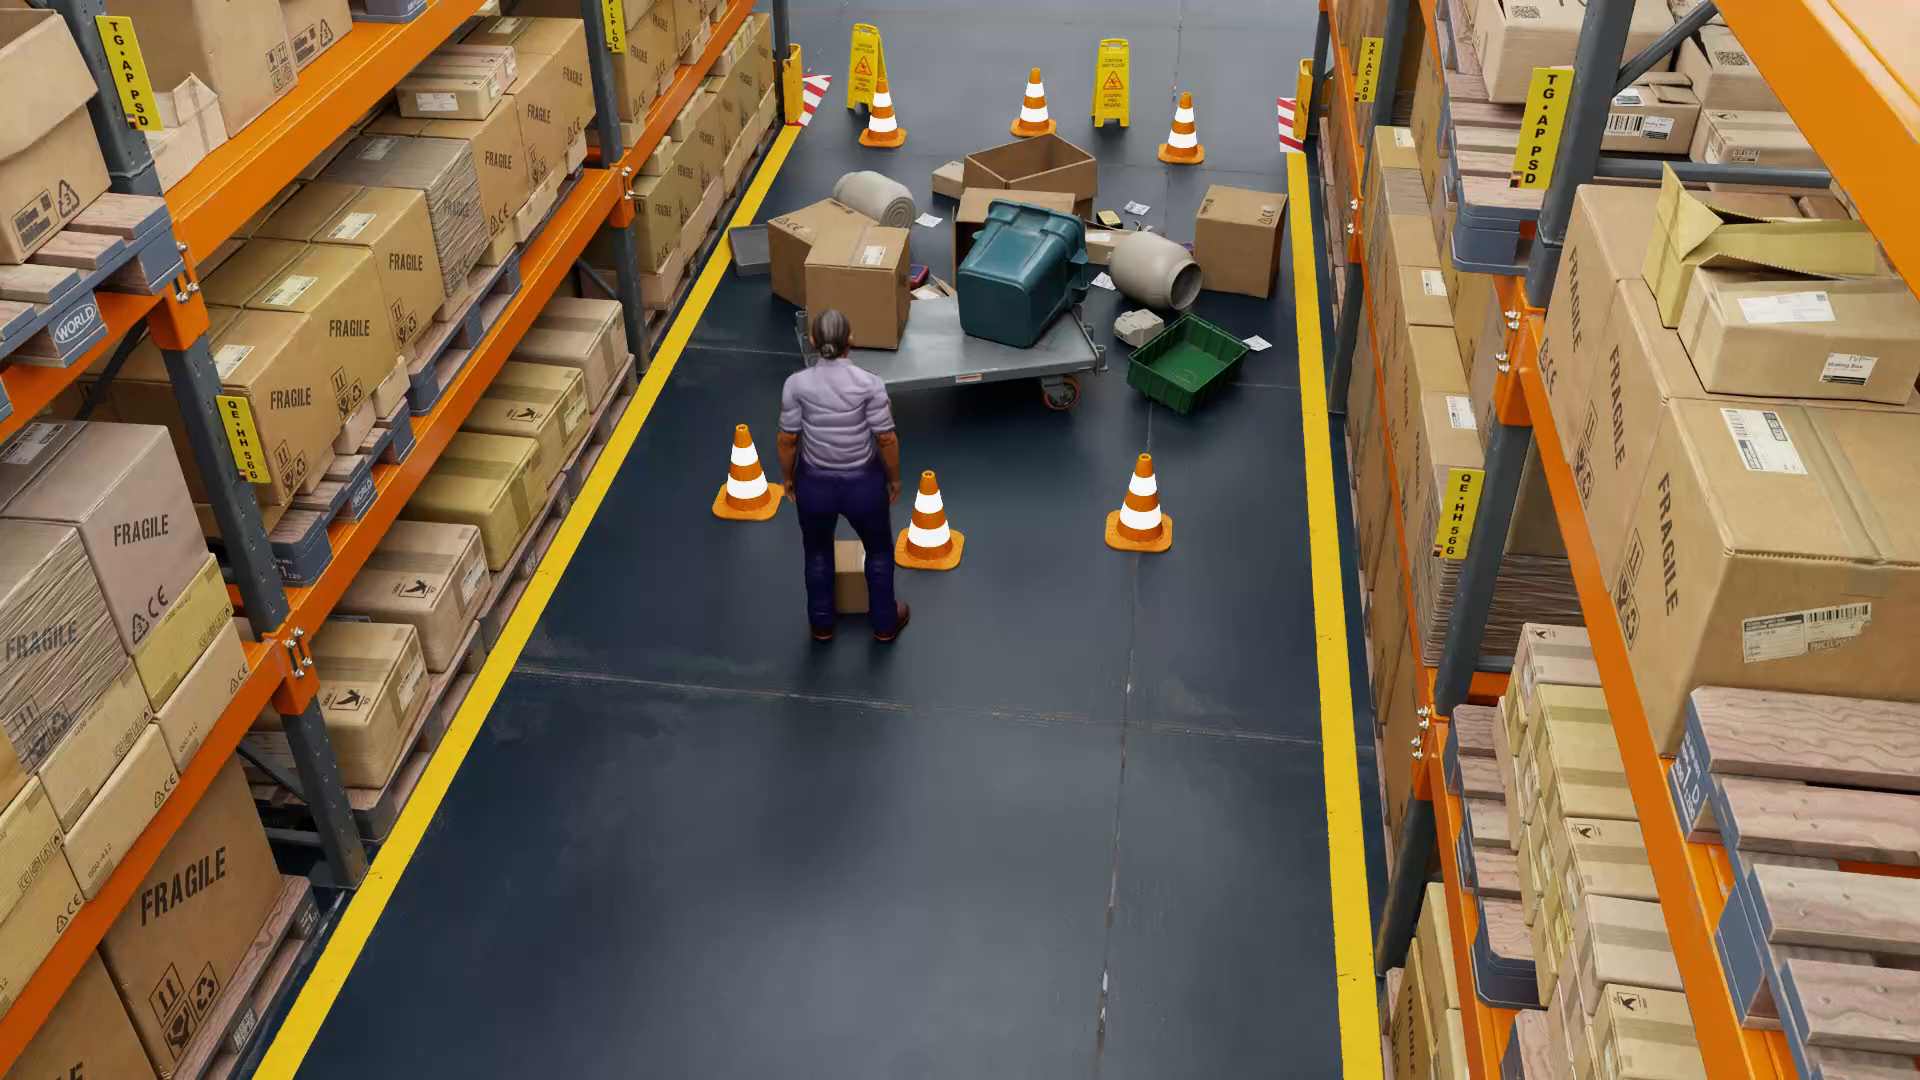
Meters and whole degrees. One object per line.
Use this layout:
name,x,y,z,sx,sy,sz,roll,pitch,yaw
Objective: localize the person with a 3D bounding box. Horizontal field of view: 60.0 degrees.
person,-0.516,-0.257,7.394,0.549,1.651,0.331,2,36,2
